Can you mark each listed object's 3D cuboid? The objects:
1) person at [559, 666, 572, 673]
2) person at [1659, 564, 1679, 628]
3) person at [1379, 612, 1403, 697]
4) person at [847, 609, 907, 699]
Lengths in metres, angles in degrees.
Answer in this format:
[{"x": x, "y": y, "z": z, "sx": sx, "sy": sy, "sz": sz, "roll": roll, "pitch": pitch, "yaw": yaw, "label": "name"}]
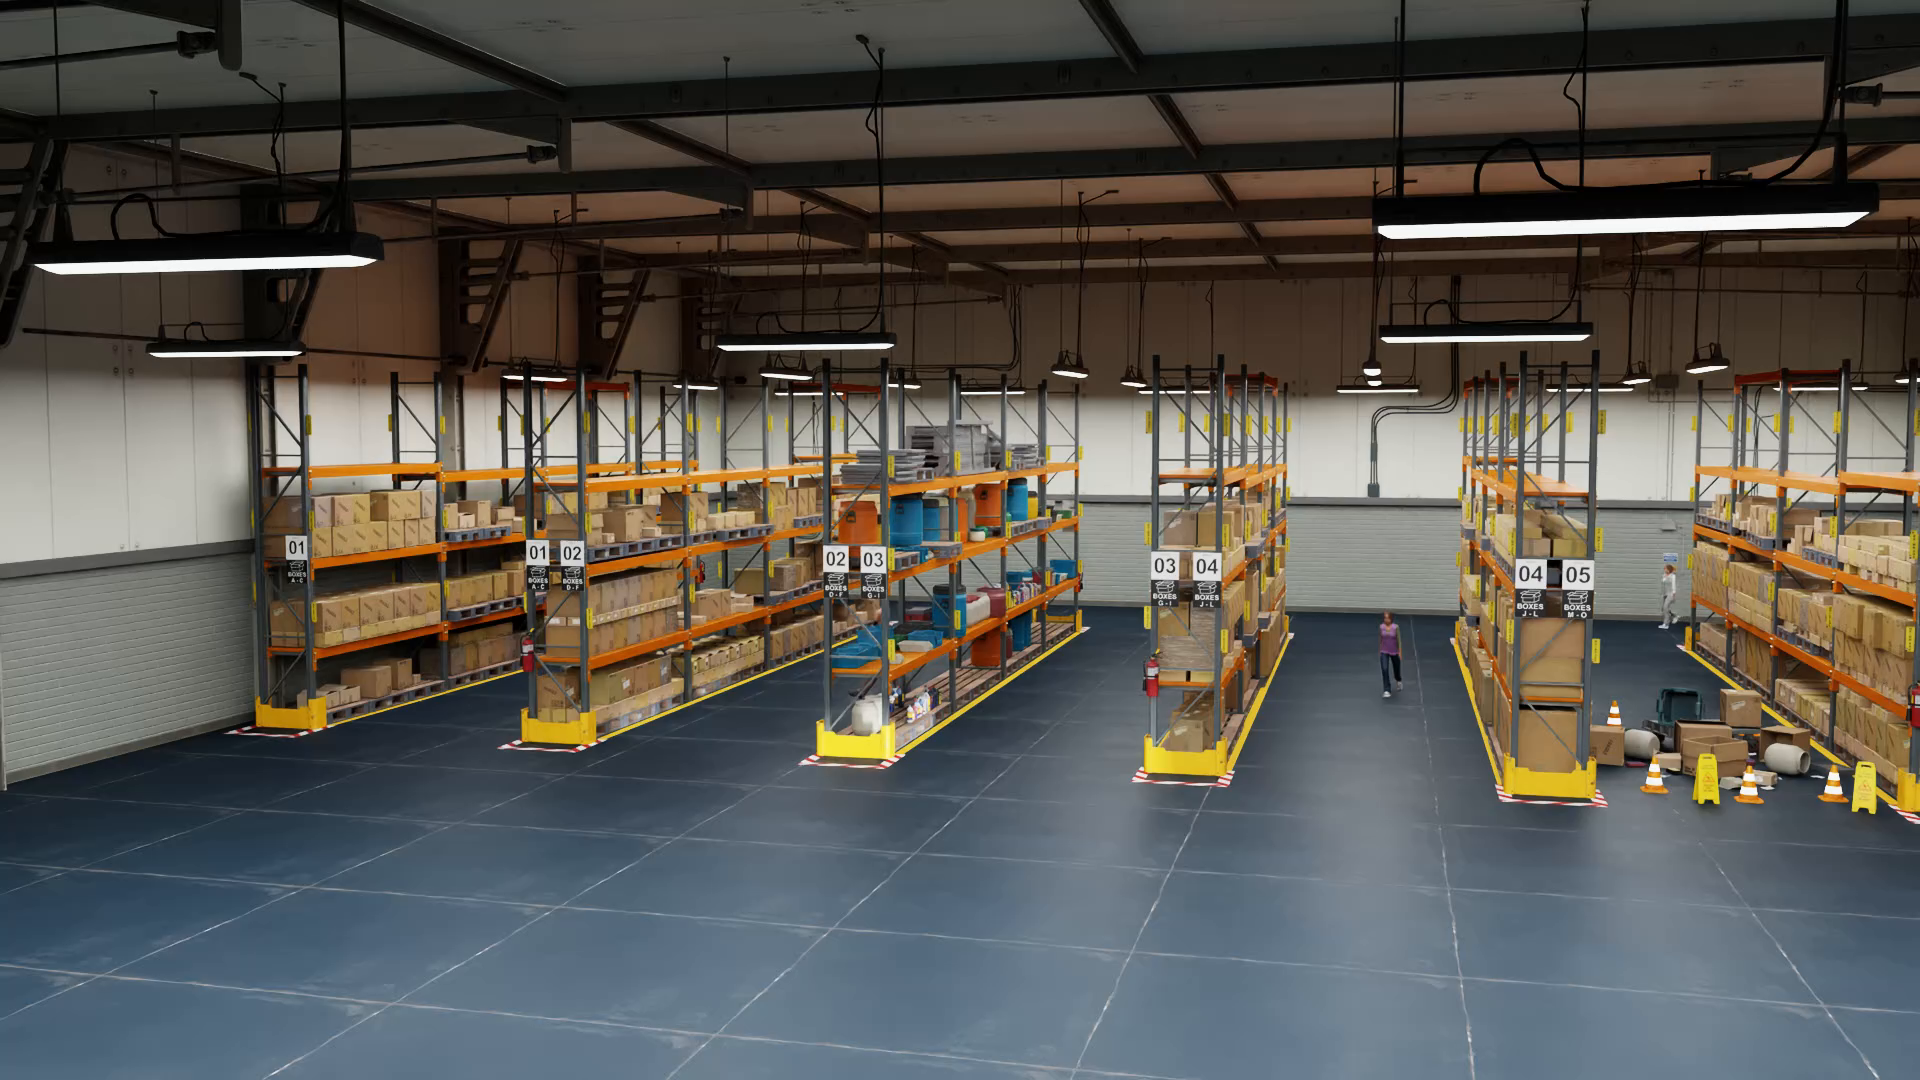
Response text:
[{"x": -7.362, "y": 1.987, "z": 31.104, "sx": 0.510, "sy": 1.721, "sz": 1.068, "roll": 0, "pitch": 4, "yaw": -3, "label": "person"}, {"x": 17.465, "y": 1.375, "z": 40.903, "sx": 0.659, "sy": 1.577, "sz": 0.428, "roll": -1, "pitch": 4, "yaw": -16, "label": "person"}, {"x": 7.987, "y": 2.090, "z": 30.821, "sx": 0.442, "sy": 1.559, "sz": 0.852, "roll": 2, "pitch": 4, "yaw": 23, "label": "person"}, {"x": -1.490, "y": 2.074, "z": 30.153, "sx": 1.038, "sy": 1.655, "sz": 0.569, "roll": 1, "pitch": 4, "yaw": 13, "label": "person"}]
